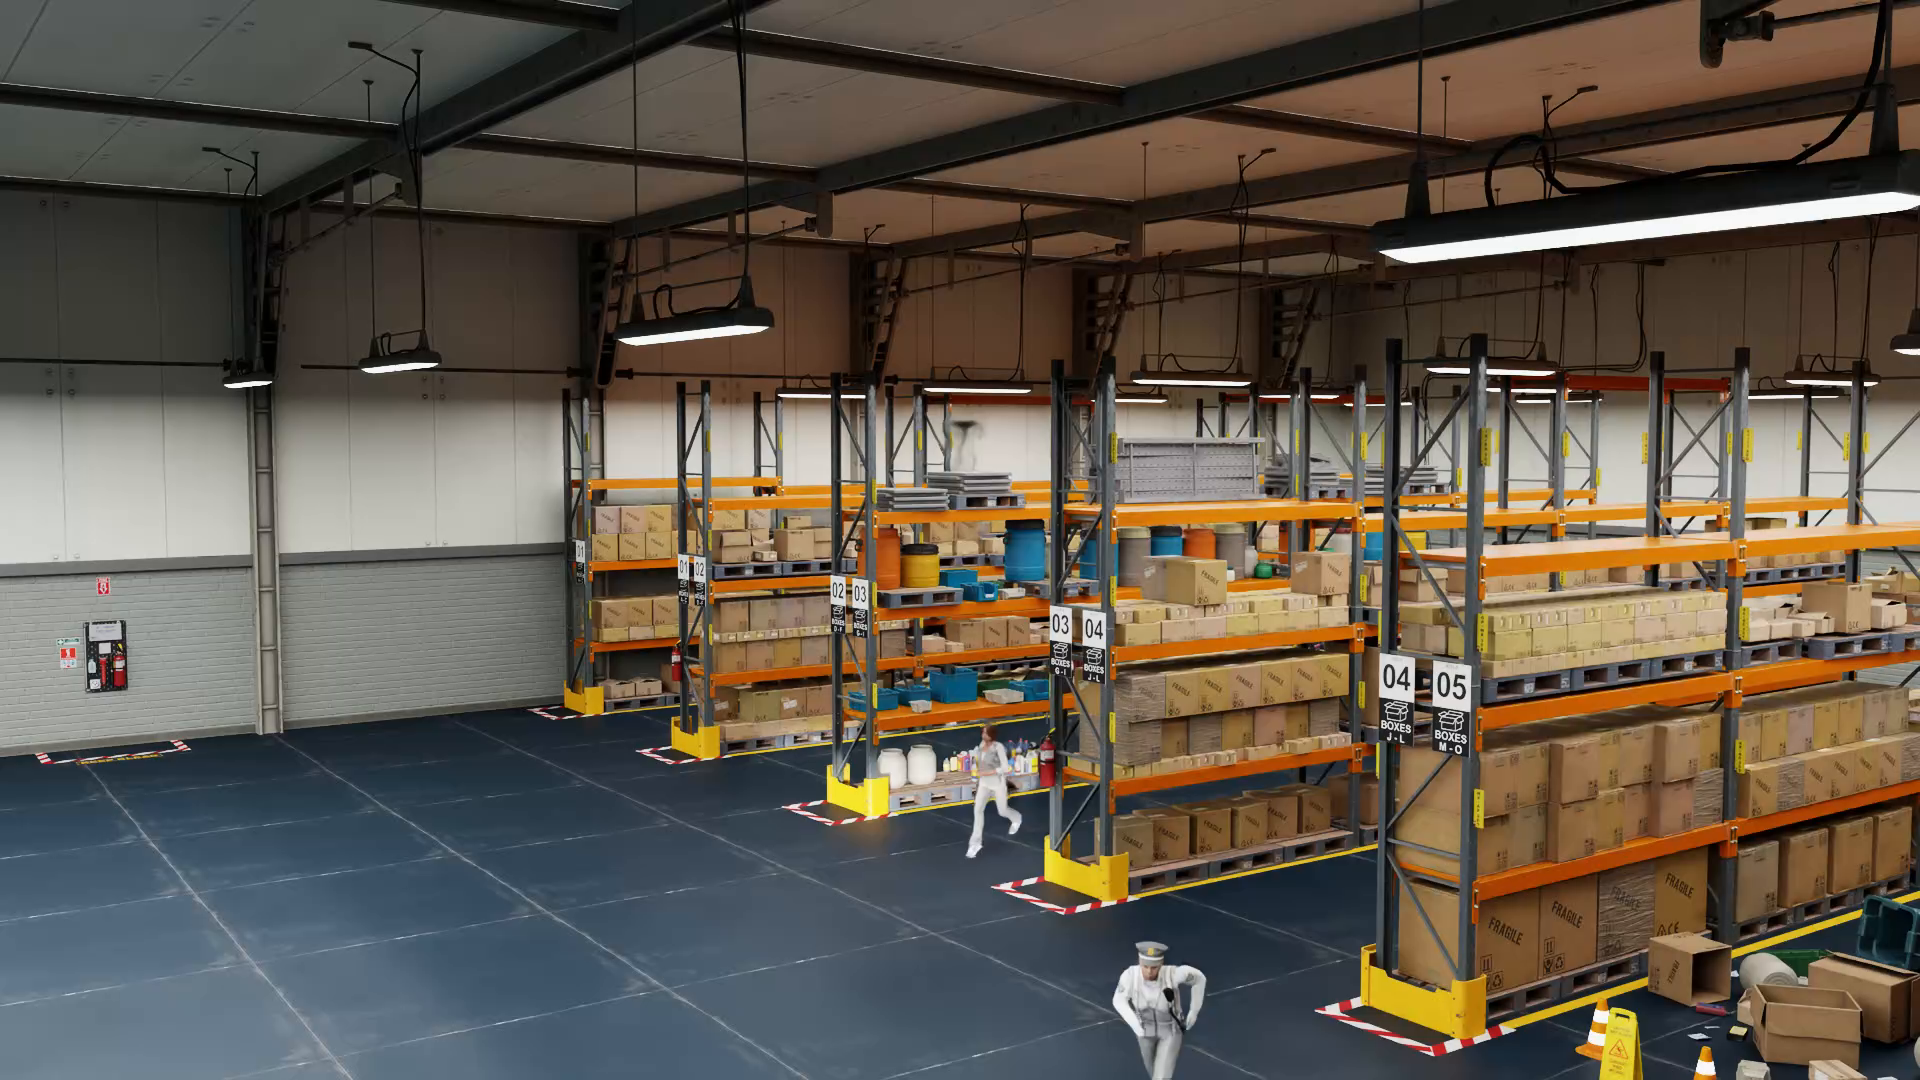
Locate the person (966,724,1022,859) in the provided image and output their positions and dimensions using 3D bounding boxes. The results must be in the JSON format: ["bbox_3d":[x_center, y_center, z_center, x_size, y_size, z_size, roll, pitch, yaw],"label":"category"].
[{"bbox_3d":[0.443,3.061,20.551,0.495,1.616,1.016,3,4,35],"label":"person"}]

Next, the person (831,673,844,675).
[{"bbox_3d":[-2.265,2.293,31.116,0.674,1.709,0.907,3,5,37],"label":"person"}]

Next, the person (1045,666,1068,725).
[{"bbox_3d":[1.648,2.572,27.603,0.586,1.671,0.609,-3,5,-36],"label":"person"}]

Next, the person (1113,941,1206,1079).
[{"bbox_3d":[1.462,3.622,12.097,0.658,1.625,0.964,1,4,15],"label":"person"}]
